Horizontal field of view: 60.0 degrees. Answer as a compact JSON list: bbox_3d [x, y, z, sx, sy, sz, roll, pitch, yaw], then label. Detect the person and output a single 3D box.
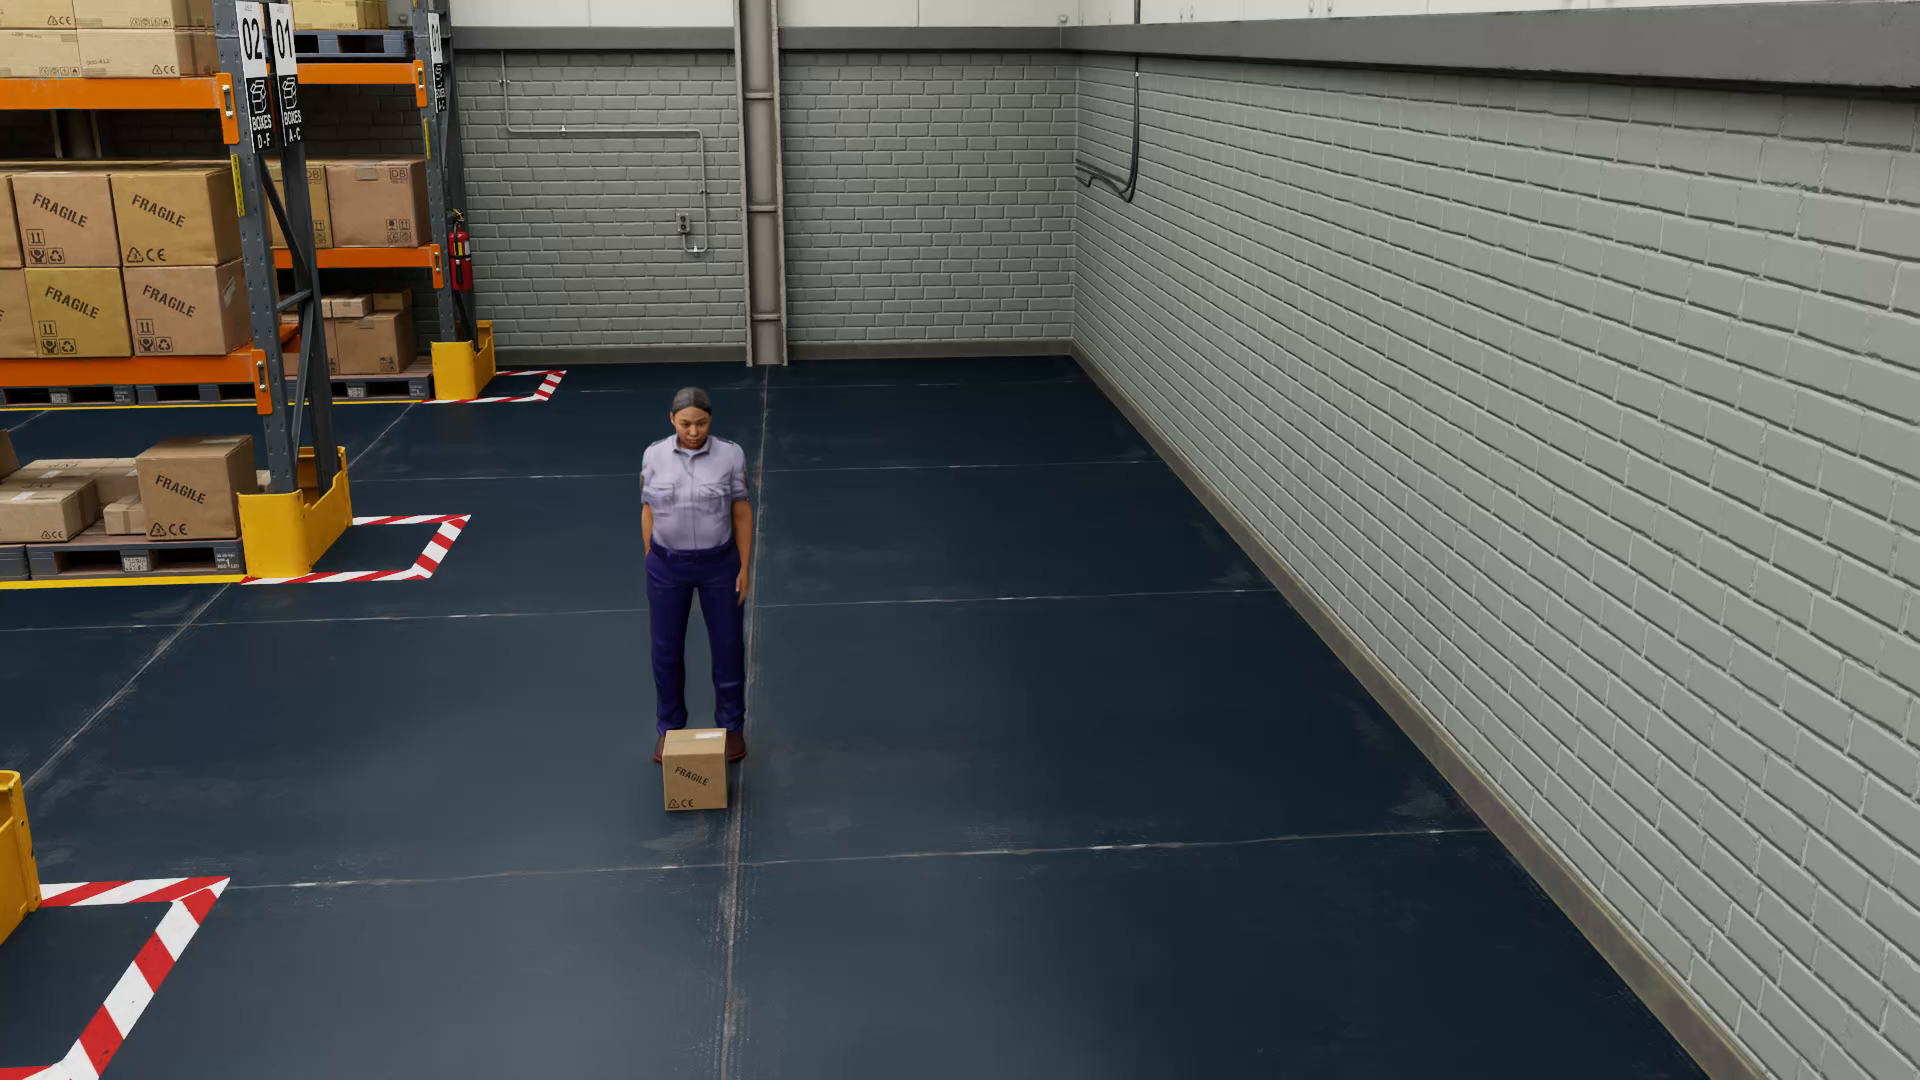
[{"bbox_3d":[-1.114,0.152,7.117,0.473,1.630,0.340,-1,17,-5],"label":"person"}]
